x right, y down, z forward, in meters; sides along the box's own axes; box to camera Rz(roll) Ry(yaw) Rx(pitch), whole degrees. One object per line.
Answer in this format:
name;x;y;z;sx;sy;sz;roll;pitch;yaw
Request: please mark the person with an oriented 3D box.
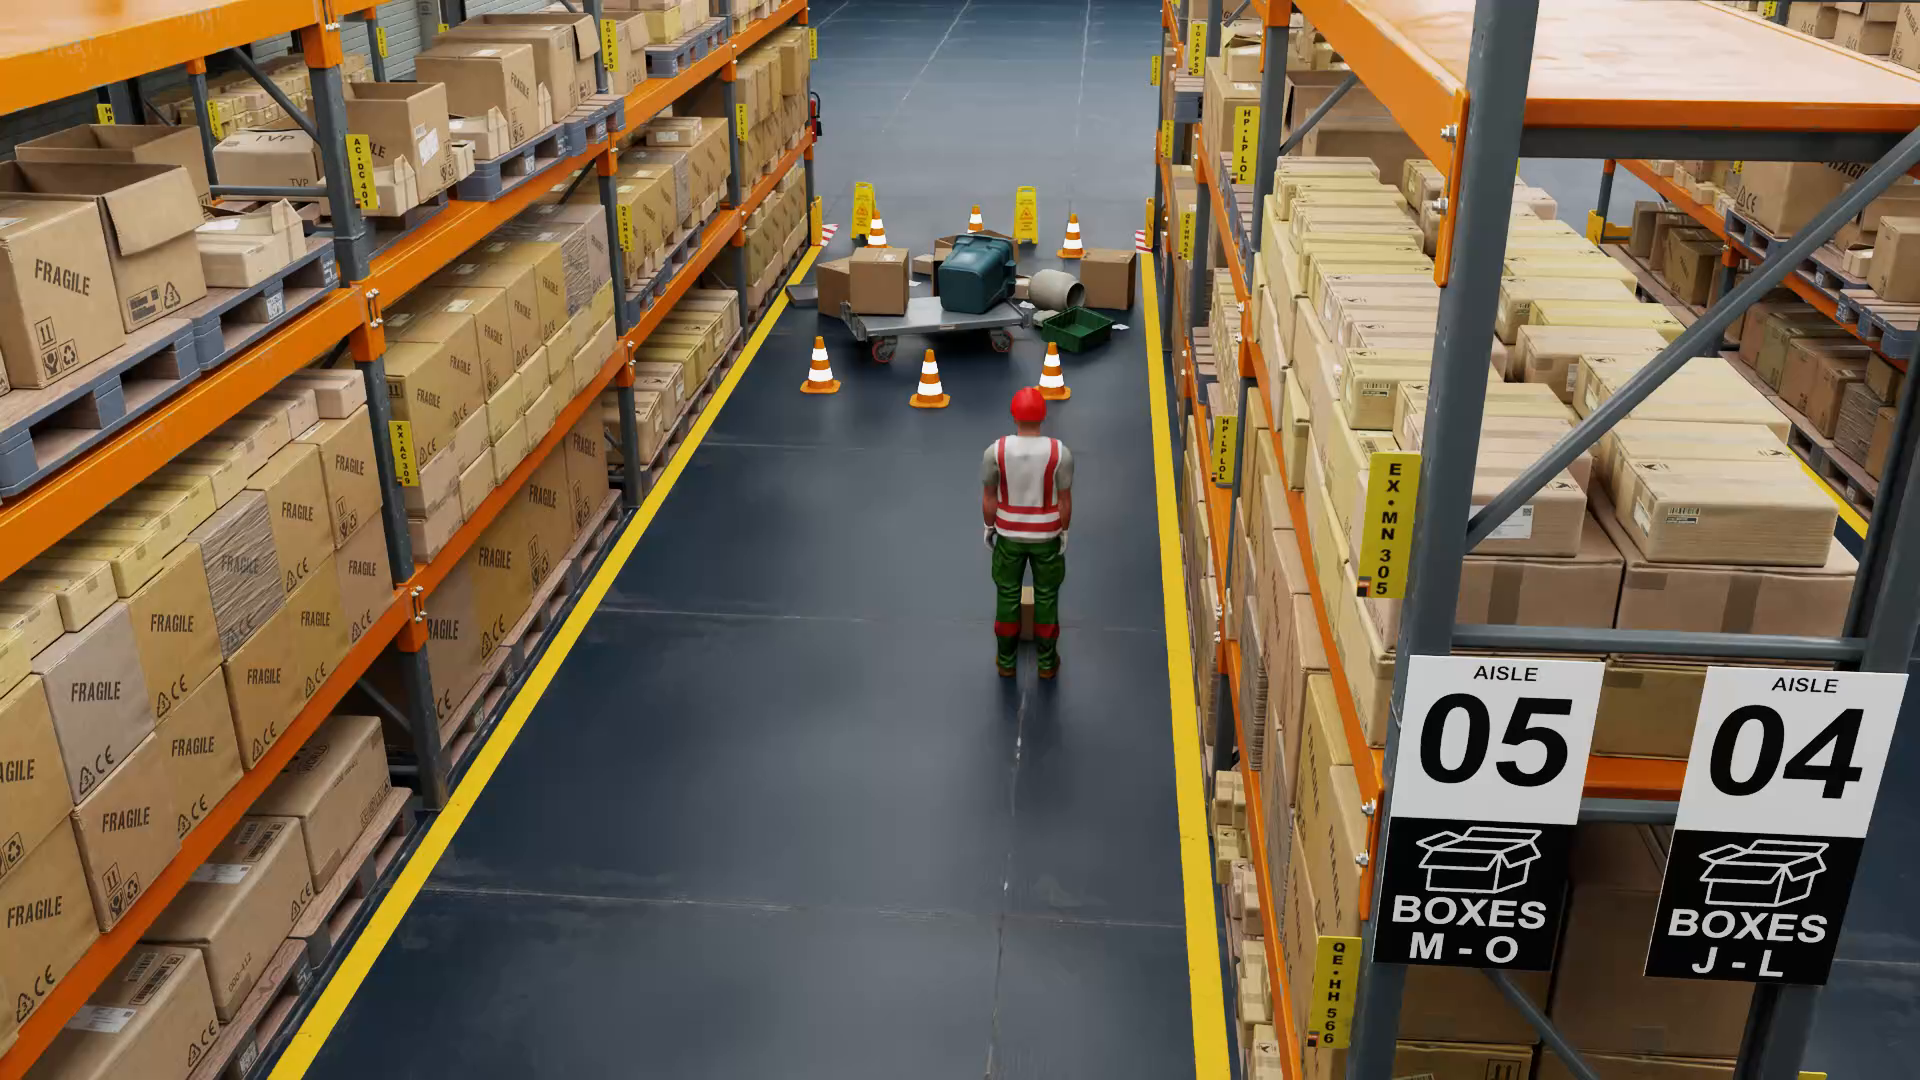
person;0.390;-0.042;9.666;0.524;1.789;0.339;3;24;6
